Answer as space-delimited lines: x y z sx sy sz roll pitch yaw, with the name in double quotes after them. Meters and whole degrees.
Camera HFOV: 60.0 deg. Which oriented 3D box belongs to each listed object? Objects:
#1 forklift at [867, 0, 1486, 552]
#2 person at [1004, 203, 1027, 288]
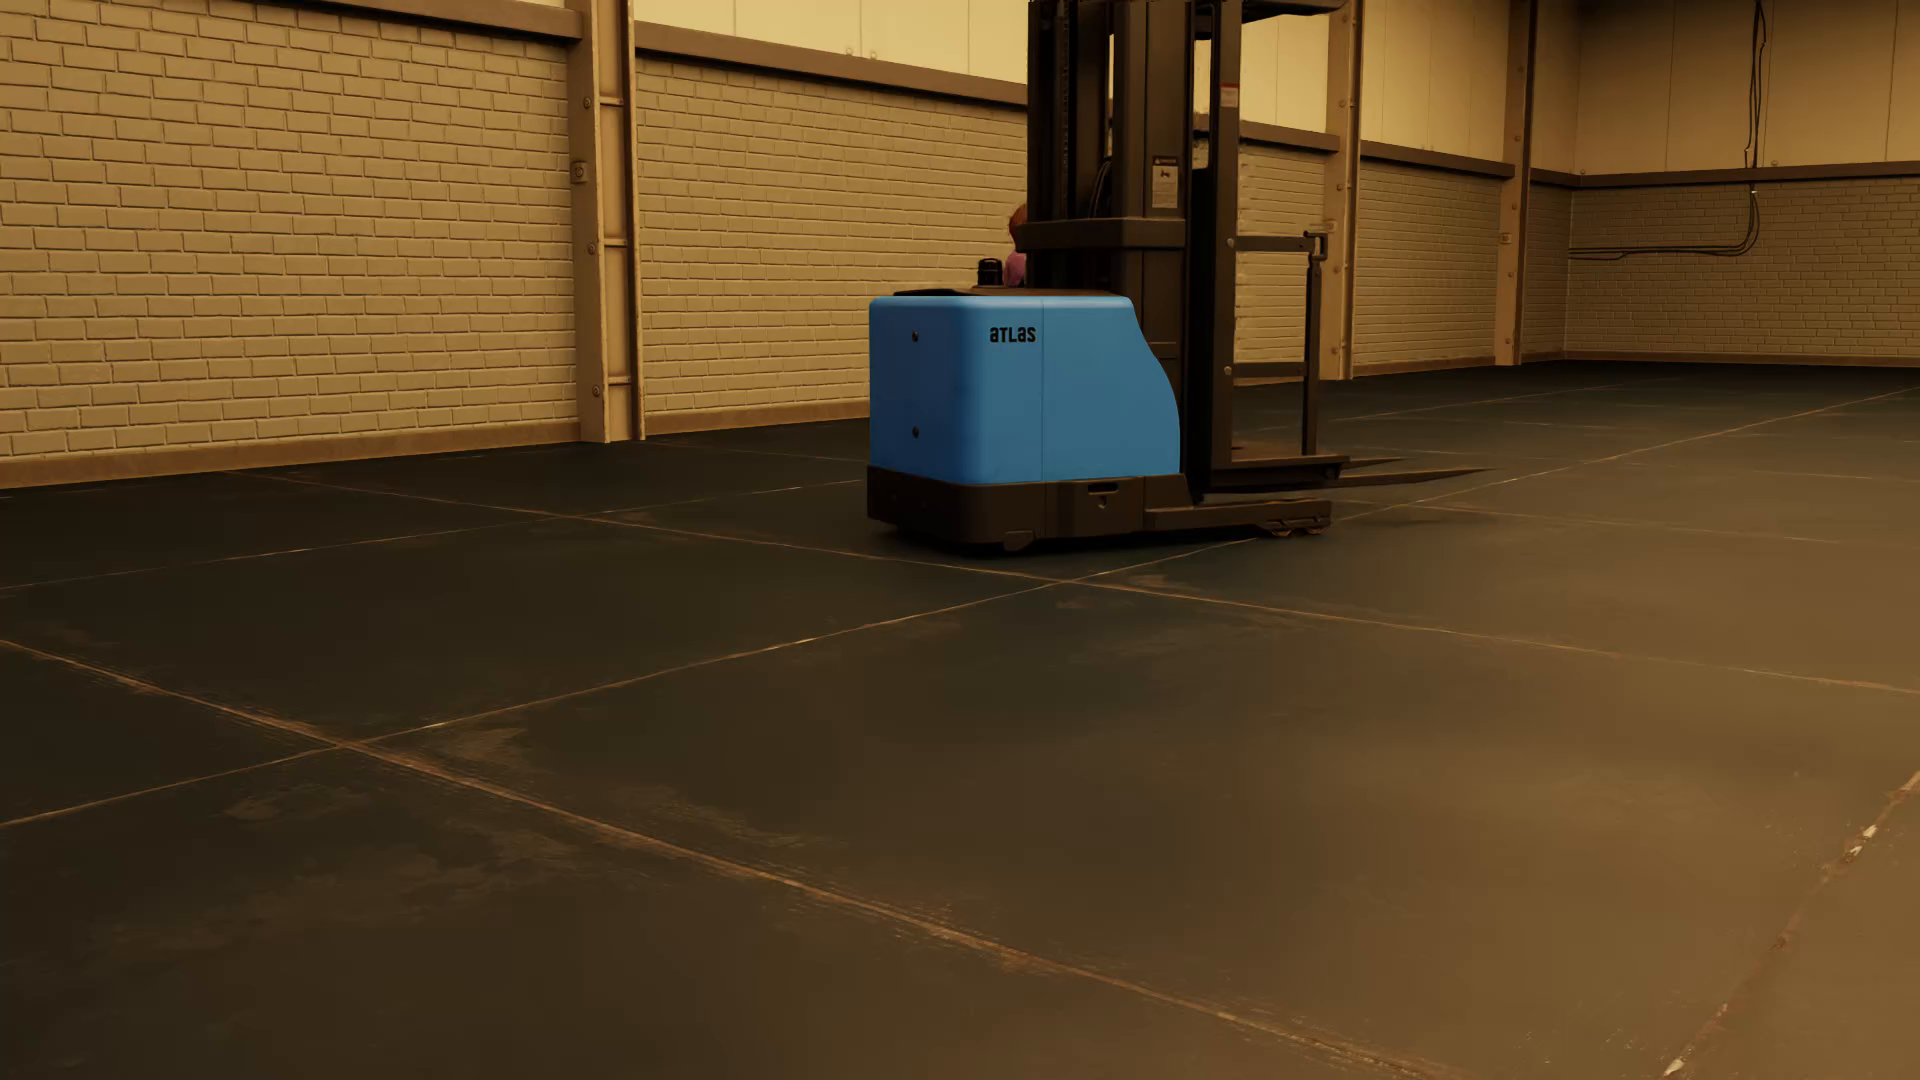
1.124 -1.526 7.709 3.031 2.935 1.130 -4 9 -27 "forklift"
0.526 -0.873 8.049 0.655 1.494 0.654 0 8 2 "person"
